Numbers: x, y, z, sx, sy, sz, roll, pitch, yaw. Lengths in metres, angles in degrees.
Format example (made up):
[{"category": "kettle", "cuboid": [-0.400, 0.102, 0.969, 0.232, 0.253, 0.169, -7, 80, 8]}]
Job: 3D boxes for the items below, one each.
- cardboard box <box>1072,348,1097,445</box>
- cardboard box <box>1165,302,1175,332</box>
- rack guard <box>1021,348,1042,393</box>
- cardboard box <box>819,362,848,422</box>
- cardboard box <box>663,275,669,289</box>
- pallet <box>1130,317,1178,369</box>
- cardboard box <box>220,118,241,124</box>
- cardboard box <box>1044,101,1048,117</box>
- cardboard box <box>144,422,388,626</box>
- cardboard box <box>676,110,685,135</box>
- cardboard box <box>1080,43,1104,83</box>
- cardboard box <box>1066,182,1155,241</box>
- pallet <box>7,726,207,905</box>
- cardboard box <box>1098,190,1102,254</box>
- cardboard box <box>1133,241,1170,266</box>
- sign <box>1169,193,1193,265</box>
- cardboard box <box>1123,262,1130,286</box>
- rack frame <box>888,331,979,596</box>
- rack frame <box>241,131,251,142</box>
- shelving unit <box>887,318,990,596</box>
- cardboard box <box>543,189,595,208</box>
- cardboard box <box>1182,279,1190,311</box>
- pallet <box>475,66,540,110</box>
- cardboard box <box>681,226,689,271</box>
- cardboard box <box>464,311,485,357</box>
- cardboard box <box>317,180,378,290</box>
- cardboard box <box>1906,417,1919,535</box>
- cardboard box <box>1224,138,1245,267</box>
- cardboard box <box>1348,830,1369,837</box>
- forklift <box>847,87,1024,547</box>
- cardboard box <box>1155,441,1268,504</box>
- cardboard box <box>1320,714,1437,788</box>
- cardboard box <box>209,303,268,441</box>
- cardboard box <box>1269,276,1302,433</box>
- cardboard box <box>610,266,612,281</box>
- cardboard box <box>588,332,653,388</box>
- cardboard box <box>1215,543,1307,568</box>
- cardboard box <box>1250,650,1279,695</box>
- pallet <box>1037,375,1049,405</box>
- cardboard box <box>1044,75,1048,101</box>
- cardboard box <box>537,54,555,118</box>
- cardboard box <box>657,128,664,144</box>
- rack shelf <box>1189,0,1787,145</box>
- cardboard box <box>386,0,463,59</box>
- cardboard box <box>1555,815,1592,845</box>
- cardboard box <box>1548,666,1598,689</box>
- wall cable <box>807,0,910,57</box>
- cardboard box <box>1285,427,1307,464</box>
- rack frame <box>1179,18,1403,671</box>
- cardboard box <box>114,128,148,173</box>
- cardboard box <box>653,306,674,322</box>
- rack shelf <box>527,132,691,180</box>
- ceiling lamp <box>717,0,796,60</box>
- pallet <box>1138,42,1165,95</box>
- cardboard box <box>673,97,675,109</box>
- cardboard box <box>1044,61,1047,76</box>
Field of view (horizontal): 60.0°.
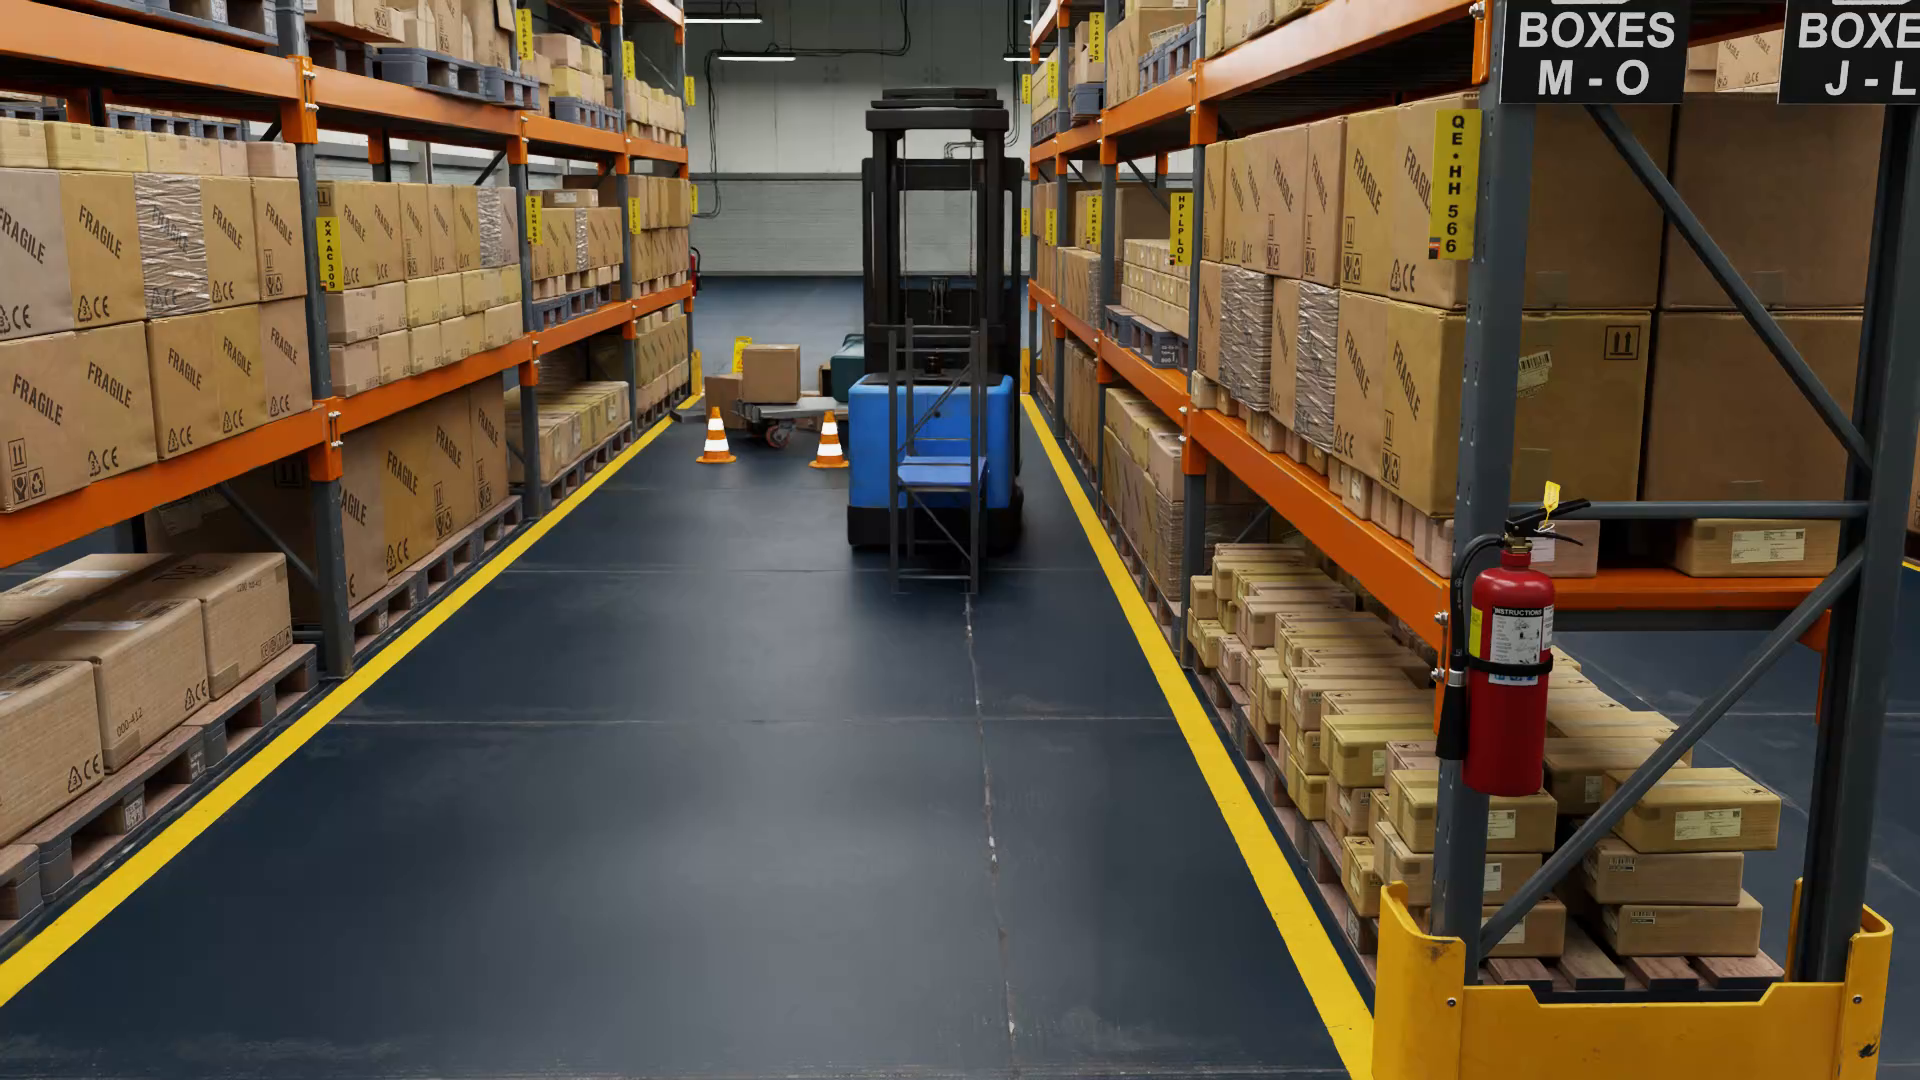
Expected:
[{"category": "cardboard box", "cuboid": [1.521, -1.235, 14.206, 1.050, 0.750, 0.750, 0, 11, -1]}, {"category": "cardboard box", "cuboid": [1.335, -1.224, 9.122, 0.380, 0.149, 0.250, -1, 11, -4]}, {"category": "rack guard", "cuboid": [1.318, -2.022, 19.767, 1.175, 0.500, 0.348, 0, 11, -1]}, {"category": "cardboard box", "cuboid": [-1.033, -1.520, 16.945, 0.797, 0.637, 0.503, 0, 11, -1]}, {"category": "cardboard box", "cuboid": [-3.310, -2.751, 17.707, 0.380, 0.149, 0.250, 0, 11, -2]}, {"category": "pallet", "cuboid": [1.566, -1.164, 9.737, 1.003, 0.211, 1.213, 0, 11, -1]}, {"category": "cardboard box", "cuboid": [-8.338, -4.867, 18.403, 0.500, 0.500, 0.500, 0, 11, 1]}, {"category": "cardboard box", "cuboid": [1.046, -4.373, 16.849, 0.380, 0.149, 0.250, 0, 11, -2]}, {"category": "cardboard box", "cuboid": [-3.473, -0.104, 8.313, 0.875, 0.875, 0.875, 0, 11, 1]}, {"category": "cardboard box", "cuboid": [-3.348, -4.643, 18.487, 0.500, 0.250, 0.500, 0, 11, -2]}, {"category": "cardboard box", "cuboid": [1.163, -3.539, 12.333, 0.500, 0.311, 0.500, 0, 11, -1]}, {"category": "cardboard box", "cuboid": [1.428, -3.123, 15.816, 0.875, 0.550, 0.550, 0, 11, -1]}, {"category": "pallet", "cuboid": [-3.414, 0.945, 5.870, 1.003, 0.211, 1.213, 0, 11, -1]}, {"category": "cardboard box", "cuboid": [1.460, -2.483, 12.985, 0.700, 0.500, 0.500, 0, 11, -2]}, {"category": "cardboard box", "cuboid": [1.309, -1.831, 10.620, 0.380, 0.149, 0.250, 0, 11, -1]}, {"category": "sign", "cuboid": [1.012, -1.421, 7.607, 0.100, 0.325, 0.005, 0, 11, -1]}, {"category": "cardboard box", "cuboid": [1.294, -1.783, 11.133, 0.380, 0.149, 0.250, 0, 11, 1]}, {"category": "rack frame", "cuboid": [-0.146, -0.422, 9.365, 0.500, 1.500, 0.032, 1, 11, 3]}, {"category": "rack frame", "cuboid": [-8.590, -3.180, 19.192, 1.000, 3.000, 0.127, 0, 11, -1]}, {"category": "shelving unit", "cuboid": [-0.115, -0.522, 9.862, 0.538, 1.500, 1.048, 1, 11, 3]}, {"category": "cardboard box", "cuboid": [-3.253, -2.843, 13.840, 0.380, 0.149, 0.250, -1, 11, -4]}, {"category": "cardboard box", "cuboid": [1.353, -1.265, 8.578, 0.380, 0.149, 0.250, 0, 11, 1]}, {"category": "pallet", "cuboid": [-3.396, -2.861, 10.548, 1.213, 0.211, 1.003, 0, 11, 1]}, {"category": "cardboard box", "cuboid": [-3.341, -3.290, 18.730, 0.500, 0.500, 0.500, 0, 11, -2]}, {"category": "cardboard box", "cuboid": [-3.172, -1.237, 9.988, 0.500, 0.250, 0.500, 0, 11, -2]}, {"category": "cardboard box", "cuboid": [-3.102, -1.444, 7.865, 0.500, 0.500, 0.500, 0, 11, 0]}, {"category": "cardboard box", "cuboid": [6.450, -0.502, 10.277, 1.225, 0.875, 0.875, 0, 11, -1]}, {"category": "cardboard box", "cuboid": [1.359, -1.348, 6.644, 0.500, 0.500, 0.500, -1, 11, -3]}, {"category": "cardboard box", "cuboid": [1.404, 0.923, 5.082, 0.380, 0.149, 0.250, 0, 11, -1]}, {"category": "forklift", "cuboid": [-0.107, -1.633, 11.736, 1.130, 2.935, 3.031, 1, 11, 3]}, {"category": "cardboard box", "cuboid": [1.299, -0.352, 8.594, 0.500, 0.250, 0.500, -1, 11, -3]}, {"category": "cardboard box", "cuboid": [1.305, 0.633, 5.013, 0.380, 0.149, 0.250, 0, 11, -2]}, {"category": "cardboard box", "cuboid": [-3.099, -0.672, 6.575, 0.500, 0.500, 0.500, -1, 11, -3]}, {"category": "cardboard box", "cuboid": [1.358, -0.647, 5.704, 0.500, 0.500, 0.500, 0, 11, 2]}, {"category": "cardboard box", "cuboid": [-3.271, -2.335, 14.602, 0.380, 0.149, 0.250, -1, 11, -3]}, {"category": "cardboard box", "cuboid": [-3.287, -1.751, 16.117, 0.500, 0.500, 0.500, 0, 11, 2]}, {"category": "cardboard box", "cuboid": [1.367, 0.113, 7.578, 0.380, 0.149, 0.250, 0, 11, 1]}, {"category": "cardboard box", "cuboid": [1.317, 0.519, 6.320, 0.380, 0.149, 0.250, 0, 11, -2]}, {"category": "pallet", "cuboid": [1.414, -1.717, 18.990, 1.003, 0.211, 1.213, 0, 11, -1]}, {"category": "cardboard box", "cuboid": [1.116, -4.541, 16.674, 0.500, 0.250, 0.500, 0, 11, -2]}, {"category": "cardboard box", "cuboid": [-3.523, -3.435, 12.643, 0.797, 0.503, 0.637, 0, 11, -1]}, {"category": "cardboard box", "cuboid": [-3.265, -4.174, 17.175, 0.380, 0.149, 0.250, 0, 11, -2]}, {"category": "rack shelf", "cuboid": [1.608, -1.577, 5.551, 1.077, 0.370, 4.000, 0, 11, -1]}, {"category": "cardboard box", "cuboid": [-3.136, -2.987, 9.386, 0.500, 0.500, 0.500, 0, 11, -1]}, {"category": "cardboard box", "cuboid": [1.946, 0.824, 4.818, 0.380, 0.149, 0.250, 0, 11, -1]}, {"category": "cardboard box", "cuboid": [1.891, 0.524, 5.551, 0.380, 0.149, 0.250, 0, 11, 1]}, {"category": "wall cable", "cuboid": [-3.037, -15.739, 49.675, 3.097, 2.526, 0.112, 0, 11, -1]}, {"category": "cardboard box", "cuboid": [1.373, -0.361, 5.927, 0.380, 0.149, 0.250, 0, 11, 1]}, {"category": "rack frame", "cuboid": [1.567, -0.857, 7.737, 1.000, 3.000, 0.127, 0, 11, -1]}, {"category": "cardboard box", "cuboid": [-3.092, -1.359, 5.815, 0.380, 0.149, 0.250, 0, 11, -2]}, {"category": "cardboard box", "cuboid": [-3.270, -2.412, 17.746, 0.380, 0.149, 0.250, 0, 11, 1]}, {"category": "rack shelf", "cuboid": [-3.587, -3.922, 17.109, 1.077, 0.370, 4.000, 0, 11, -1]}, {"category": "ceiling lamp", "cuboid": [-5.269, -14.054, 43.019, 2.000, 3.185, 0.800, 0, 11, -1]}, {"category": "pallet", "cuboid": [1.636, -2.564, 9.081, 1.213, 0.211, 1.003, 0, 11, -1]}, {"category": "cardboard box", "cuboid": [-3.359, -4.822, 18.364, 0.380, 0.149, 0.250, 0, 11, 0]}, {"category": "cardboard box", "cuboid": [1.050, -4.762, 16.760, 0.380, 0.149, 0.250, 0, 11, -2]}]
